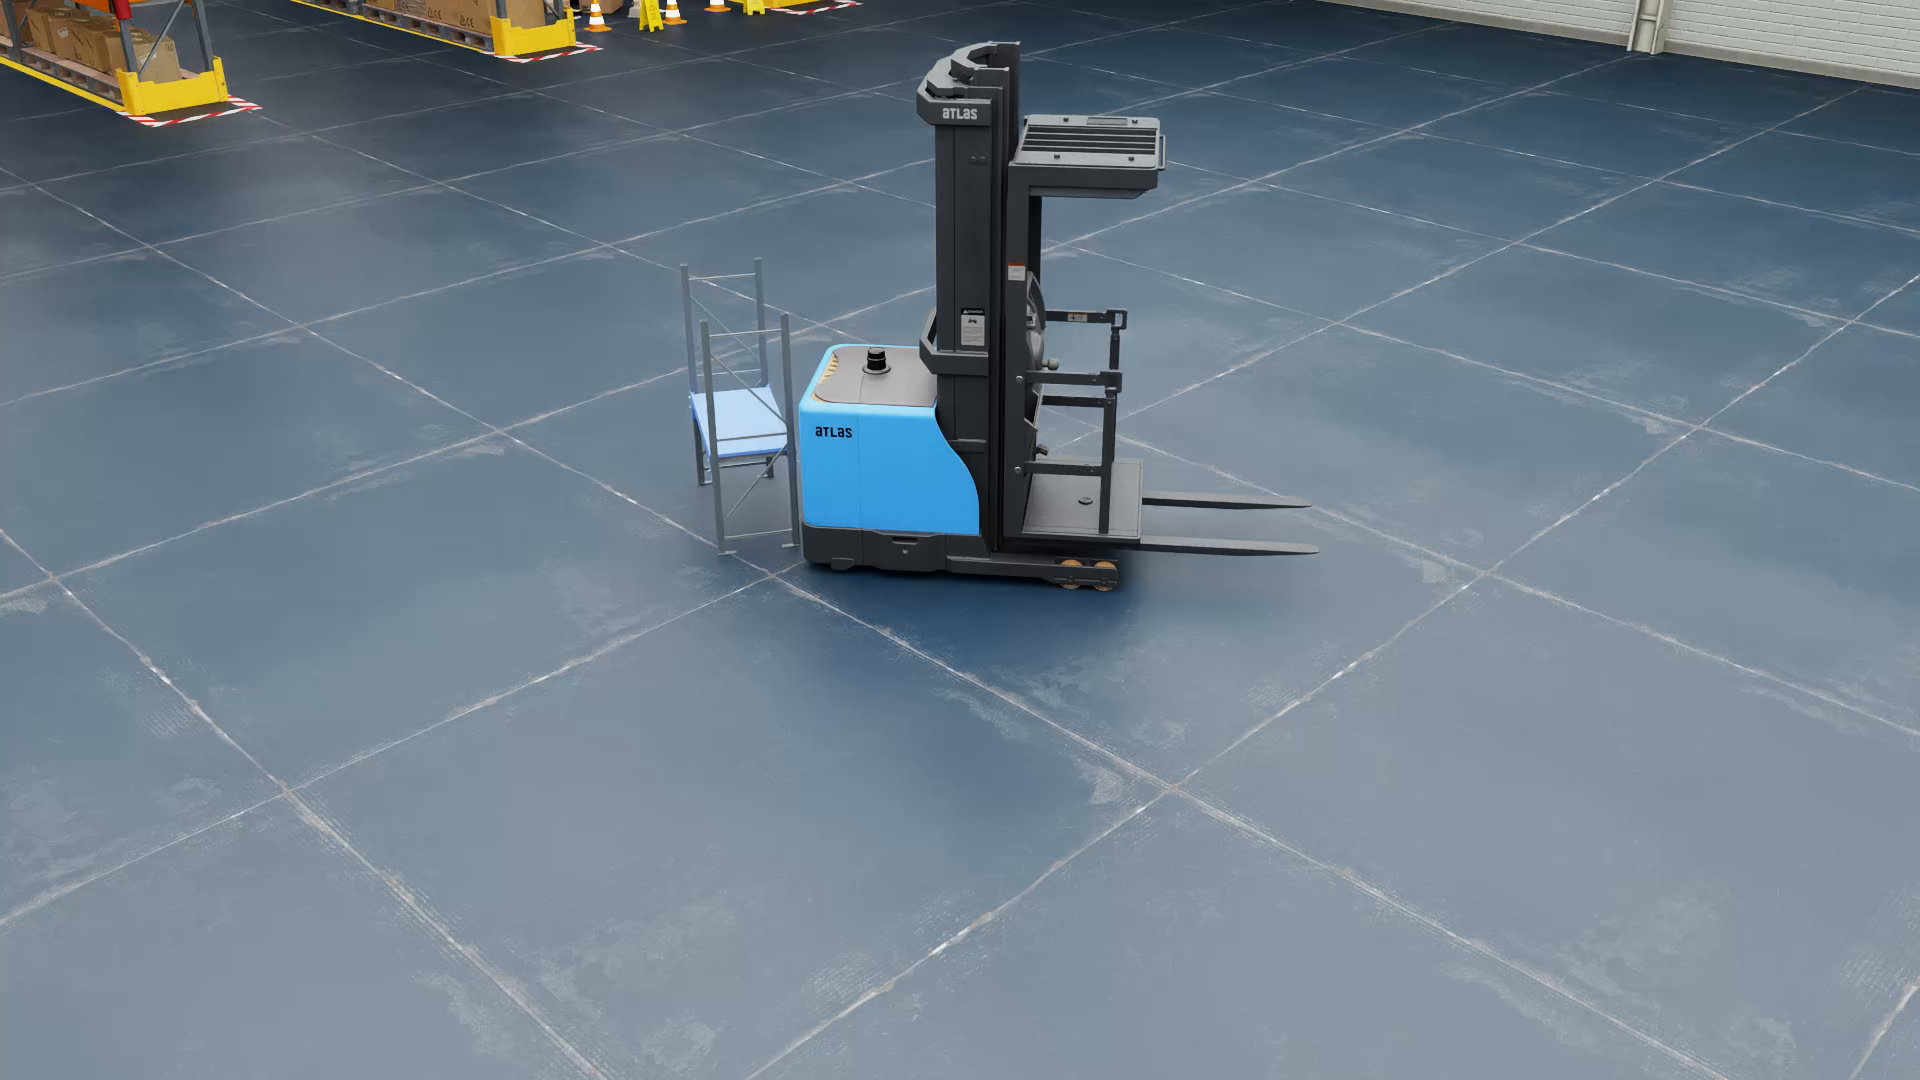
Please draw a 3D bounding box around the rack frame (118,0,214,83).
[{"bbox_3d":[-9.529,-6.627,19.630,0.127,3.000,1.000,25,36,38],"label":"rack frame"}]

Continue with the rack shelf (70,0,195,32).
[{"bbox_3d":[-10.955,-6.961,21.039,4.000,0.370,1.077,25,36,38],"label":"rack shelf"}]

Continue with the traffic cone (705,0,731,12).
[{"bbox_3d":[-3.792,-8.505,25.928,0.334,0.463,0.336,25,36,38],"label":"traffic cone"}]

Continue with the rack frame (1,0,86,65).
[{"bbox_3d":[-12.381,-7.932,22.113,0.127,3.000,1.000,25,36,38],"label":"rack frame"}]

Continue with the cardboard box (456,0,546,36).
[{"bbox_3d":[-6.509,-7.685,23.474,0.875,0.875,0.875,25,37,39],"label":"cardboard box"}]

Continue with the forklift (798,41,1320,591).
[{"bbox_3d":[0.618,-1.264,9.505,3.031,2.935,1.130,3,28,6],"label":"forklift"}]

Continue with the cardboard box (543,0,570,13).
[{"bbox_3d":[-6.315,-8.386,25.912,0.396,0.266,0.258,-18,33,-31],"label":"cardboard box"}]

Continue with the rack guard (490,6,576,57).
[{"bbox_3d":[-5.962,-7.126,23.265,0.348,0.500,1.175,25,36,38],"label":"rack guard"}]

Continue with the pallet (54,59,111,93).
[{"bbox_3d":[-11.003,-6.093,21.610,1.213,0.211,1.003,25,36,38],"label":"pallet"}]

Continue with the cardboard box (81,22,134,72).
[{"bbox_3d":[-10.846,-6.310,21.262,0.500,0.500,0.500,-21,34,-35],"label":"cardboard box"}]

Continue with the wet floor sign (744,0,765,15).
[{"bbox_3d":[-3.195,-8.457,25.640,0.267,0.644,0.232,-13,30,-22],"label":"wet floor sign"}]

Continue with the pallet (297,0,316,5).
[{"bbox_3d":[-10.309,-8.936,27.018,1.213,0.211,1.003,25,36,38],"label":"pallet"}]

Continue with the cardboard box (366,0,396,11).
[{"bbox_3d":[-8.432,-8.562,25.143,0.875,0.875,0.875,-25,36,-38],"label":"cardboard box"}]

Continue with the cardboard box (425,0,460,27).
[{"bbox_3d":[-7.138,-7.971,24.019,0.875,0.875,0.875,24,36,38],"label":"cardboard box"}]

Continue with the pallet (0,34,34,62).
[{"bbox_3d":[-12.937,-6.952,23.244,1.213,0.211,1.003,25,36,38],"label":"pallet"}]

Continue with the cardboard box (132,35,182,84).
[{"bbox_3d":[-9.962,-5.916,20.513,0.500,0.500,0.500,-18,33,-30],"label":"cardboard box"}]

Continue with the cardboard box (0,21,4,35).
[{"bbox_3d":[-13.131,-7.390,23.294,0.500,0.500,0.700,24,36,38],"label":"cardboard box"}]

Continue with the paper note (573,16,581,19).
[{"bbox_3d":[-5.877,-7.987,25.408,0.144,0.017,0.142,-13,30,-22],"label":"paper note"}]

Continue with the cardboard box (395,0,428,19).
[{"bbox_3d":[-7.787,-8.270,24.586,0.875,0.875,0.875,25,37,39],"label":"cardboard box"}]

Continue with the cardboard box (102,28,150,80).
[{"bbox_3d":[-10.412,-6.100,20.862,0.500,0.500,0.500,-15,31,-27],"label":"cardboard box"}]

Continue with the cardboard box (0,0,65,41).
[{"bbox_3d":[-12.804,-7.228,22.987,0.500,0.500,0.700,21,34,35],"label":"cardboard box"}]

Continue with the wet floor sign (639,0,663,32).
[{"bbox_3d":[-4.570,-7.846,24.478,0.232,0.644,0.267,18,33,30],"label":"wet floor sign"}]

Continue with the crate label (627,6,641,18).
[{"bbox_3d":[-4.932,-8.118,25.541,0.298,0.136,0.250,7,29,13],"label":"crate label"}]

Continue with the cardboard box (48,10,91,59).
[{"bbox_3d":[-11.710,-6.684,21.973,0.500,0.500,0.500,-13,31,-24],"label":"cardboard box"}]

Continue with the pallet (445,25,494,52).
[{"bbox_3d":[-6.604,-7.241,23.794,1.213,0.211,1.003,25,36,38],"label":"pallet"}]

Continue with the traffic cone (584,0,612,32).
[{"bbox_3d":[-5.362,-7.762,24.514,0.334,0.463,0.336,25,36,38],"label":"traffic cone"}]

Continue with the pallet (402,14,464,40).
[{"bbox_3d":[-7.470,-7.639,24.551,1.213,0.211,1.003,25,36,38],"label":"pallet"}]

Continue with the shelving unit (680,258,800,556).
[{"bbox_3d":[-1.353,-0.833,10.223,0.538,1.500,1.048,-7,29,-13],"label":"shelving unit"}]

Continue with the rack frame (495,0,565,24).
[{"bbox_3d":[-5.979,-8.240,22.698,0.127,3.000,1.000,25,36,38],"label":"rack frame"}]

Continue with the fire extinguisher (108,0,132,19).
[{"bbox_3d":[-9.770,-6.403,19.287,0.183,0.674,0.296,25,36,38],"label":"fire extinguisher"}]

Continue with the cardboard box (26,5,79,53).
[{"bbox_3d":[-12.124,-6.868,22.323,0.500,0.500,0.500,23,36,37],"label":"cardboard box"}]

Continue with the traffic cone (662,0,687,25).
[{"bbox_3d":[-4.328,-8.026,25.017,0.334,0.463,0.336,25,36,38],"label":"traffic cone"}]

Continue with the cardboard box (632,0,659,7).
[{"bbox_3d":[-4.931,-8.411,26.087,0.380,0.149,0.250,-7,29,-14],"label":"cardboard box"}]

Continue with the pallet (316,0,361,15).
[{"bbox_3d":[-9.434,-8.538,26.261,1.213,0.211,1.003,25,36,38],"label":"pallet"}]

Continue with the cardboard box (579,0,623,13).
[{"bbox_3d":[-5.608,-8.544,25.958,0.637,0.503,0.797,2,28,4],"label":"cardboard box"}]

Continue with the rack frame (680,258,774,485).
[{"bbox_3d":[-1.482,-1.062,10.658,0.500,1.500,0.032,-7,29,-13],"label":"rack frame"}]

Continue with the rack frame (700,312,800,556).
[{"bbox_3d":[-1.224,-0.604,9.787,0.500,1.500,0.032,-7,29,-13],"label":"rack frame"}]

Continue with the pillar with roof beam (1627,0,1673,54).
[{"bbox_3d":[6.571,-9.402,18.461,0.400,9.000,9.100,25,36,38],"label":"pillar with roof beam"}]

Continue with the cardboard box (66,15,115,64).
[{"bbox_3d":[-11.212,-6.507,21.637,0.500,0.500,0.500,21,34,34],"label":"cardboard box"}]

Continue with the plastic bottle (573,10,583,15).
[{"bbox_3d":[-5.982,-8.156,25.695,0.283,0.061,0.133,12,30,22],"label":"plastic bottle"}]

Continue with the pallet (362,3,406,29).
[{"bbox_3d":[-8.344,-8.037,25.308,1.213,0.211,1.003,25,36,38],"label":"pallet"}]

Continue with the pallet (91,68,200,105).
[{"bbox_3d":[-10.137,-5.695,20.853,1.213,0.211,1.003,25,36,38],"label":"pallet"}]

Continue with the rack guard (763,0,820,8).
[{"bbox_3d":[-2.635,-8.834,26.514,0.348,0.500,1.175,25,36,38],"label":"rack guard"}]

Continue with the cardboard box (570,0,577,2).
[{"bbox_3d":[-6.281,-8.906,26.502,0.503,0.637,0.797,25,36,38],"label":"cardboard box"}]

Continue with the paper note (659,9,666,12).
[{"bbox_3d":[-4.650,-8.250,25.906,0.142,0.019,0.148,12,30,22],"label":"paper note"}]

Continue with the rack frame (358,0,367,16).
[{"bbox_3d":[-8.831,-9.545,25.180,0.127,3.000,1.000,25,36,38],"label":"rack frame"}]

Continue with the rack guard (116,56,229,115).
[{"bbox_3d":[-9.583,-5.546,20.259,0.348,0.500,1.175,25,36,38],"label":"rack guard"}]

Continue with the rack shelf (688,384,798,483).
[{"bbox_3d":[-1.353,-0.674,10.306,0.538,0.185,1.000,-7,29,-13],"label":"rack shelf"}]

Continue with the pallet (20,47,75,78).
[{"bbox_3d":[-11.877,-6.491,22.367,1.213,0.211,1.003,25,36,38],"label":"pallet"}]
